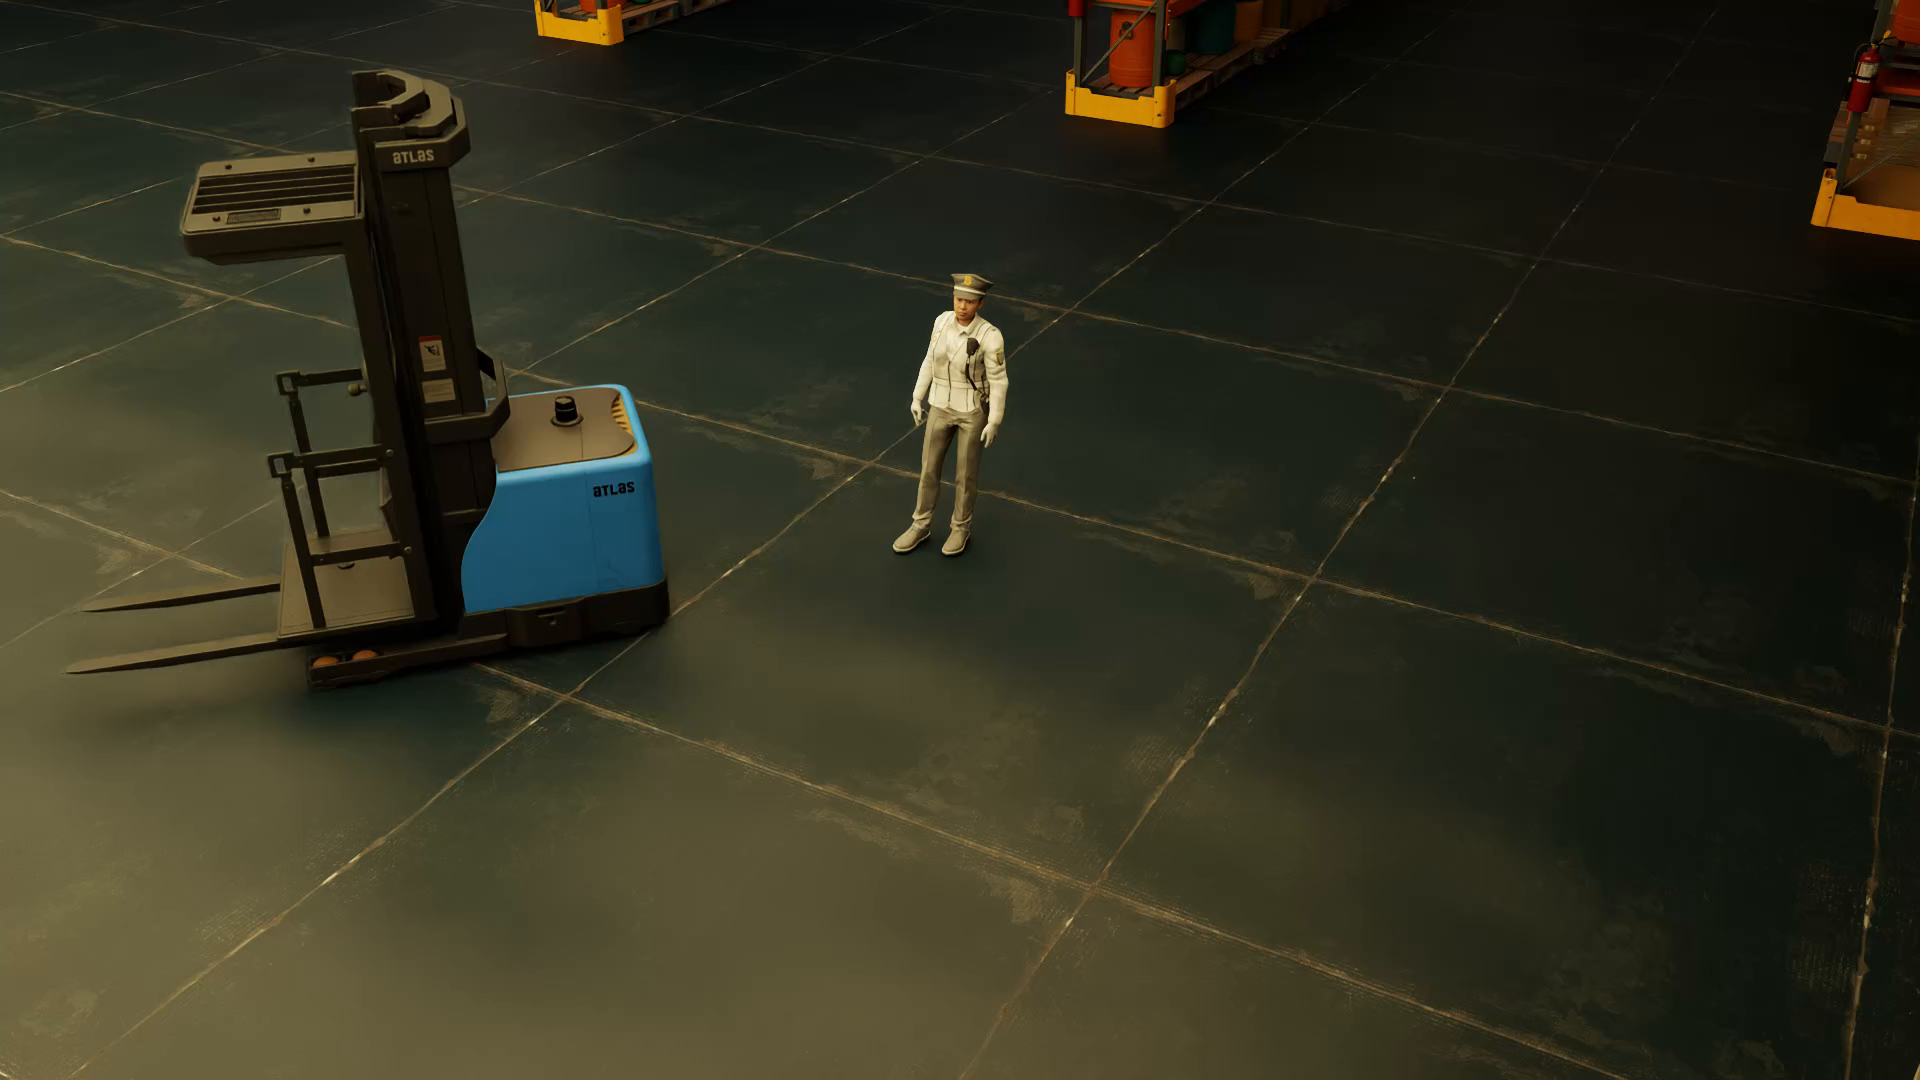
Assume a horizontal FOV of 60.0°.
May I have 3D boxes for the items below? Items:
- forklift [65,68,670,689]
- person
[{"bbox_3d":[-3.170,-0.789,8.438,3.031,2.935,1.130,-9,31,-15],"label":"forklift"},{"bbox_3d":[-0.038,-0.713,9.528,0.588,1.696,0.533,15,33,25],"label":"person"}]
